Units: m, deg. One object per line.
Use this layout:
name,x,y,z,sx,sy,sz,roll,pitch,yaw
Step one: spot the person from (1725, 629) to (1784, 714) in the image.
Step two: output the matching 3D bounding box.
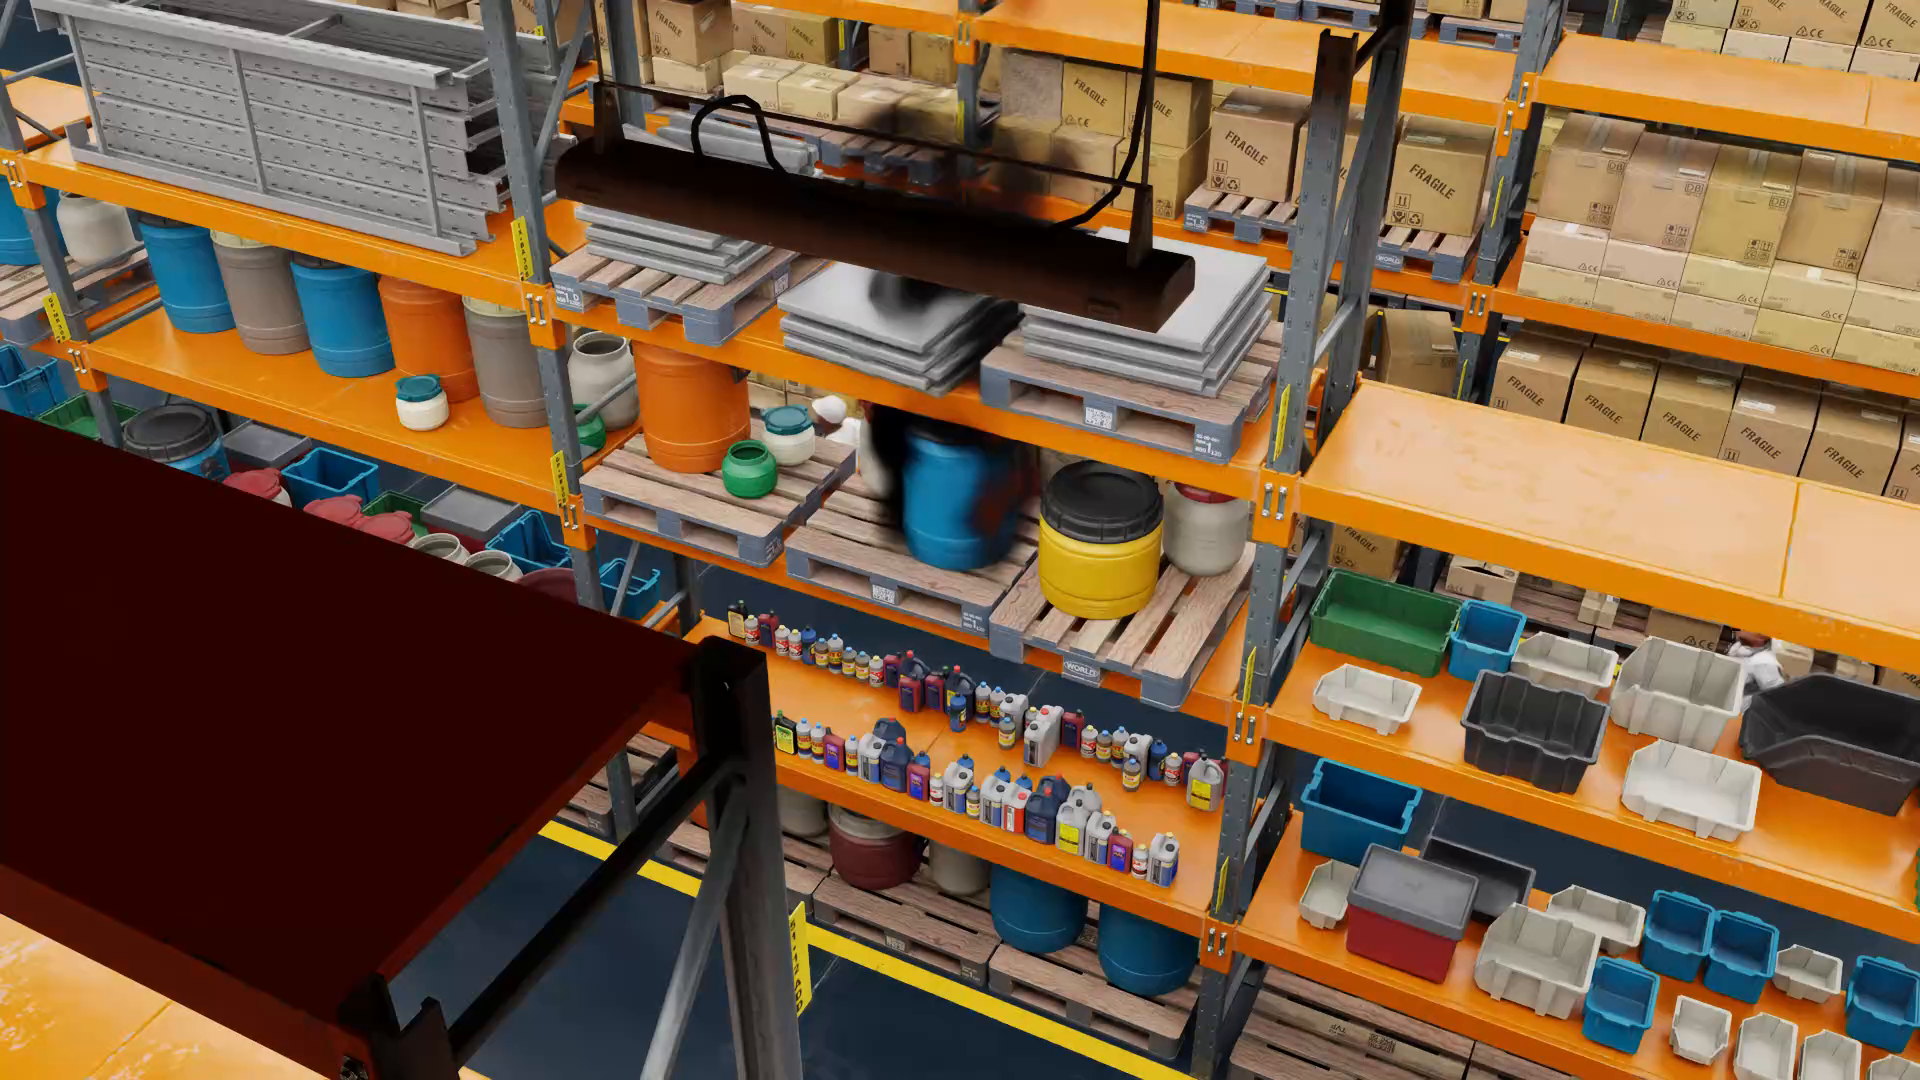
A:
person,4.981,1.148,10.715,0.594,1.746,0.658,13,37,18

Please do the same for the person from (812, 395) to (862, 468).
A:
person,-0.995,-0.360,12.850,0.604,1.743,0.685,11,36,15
